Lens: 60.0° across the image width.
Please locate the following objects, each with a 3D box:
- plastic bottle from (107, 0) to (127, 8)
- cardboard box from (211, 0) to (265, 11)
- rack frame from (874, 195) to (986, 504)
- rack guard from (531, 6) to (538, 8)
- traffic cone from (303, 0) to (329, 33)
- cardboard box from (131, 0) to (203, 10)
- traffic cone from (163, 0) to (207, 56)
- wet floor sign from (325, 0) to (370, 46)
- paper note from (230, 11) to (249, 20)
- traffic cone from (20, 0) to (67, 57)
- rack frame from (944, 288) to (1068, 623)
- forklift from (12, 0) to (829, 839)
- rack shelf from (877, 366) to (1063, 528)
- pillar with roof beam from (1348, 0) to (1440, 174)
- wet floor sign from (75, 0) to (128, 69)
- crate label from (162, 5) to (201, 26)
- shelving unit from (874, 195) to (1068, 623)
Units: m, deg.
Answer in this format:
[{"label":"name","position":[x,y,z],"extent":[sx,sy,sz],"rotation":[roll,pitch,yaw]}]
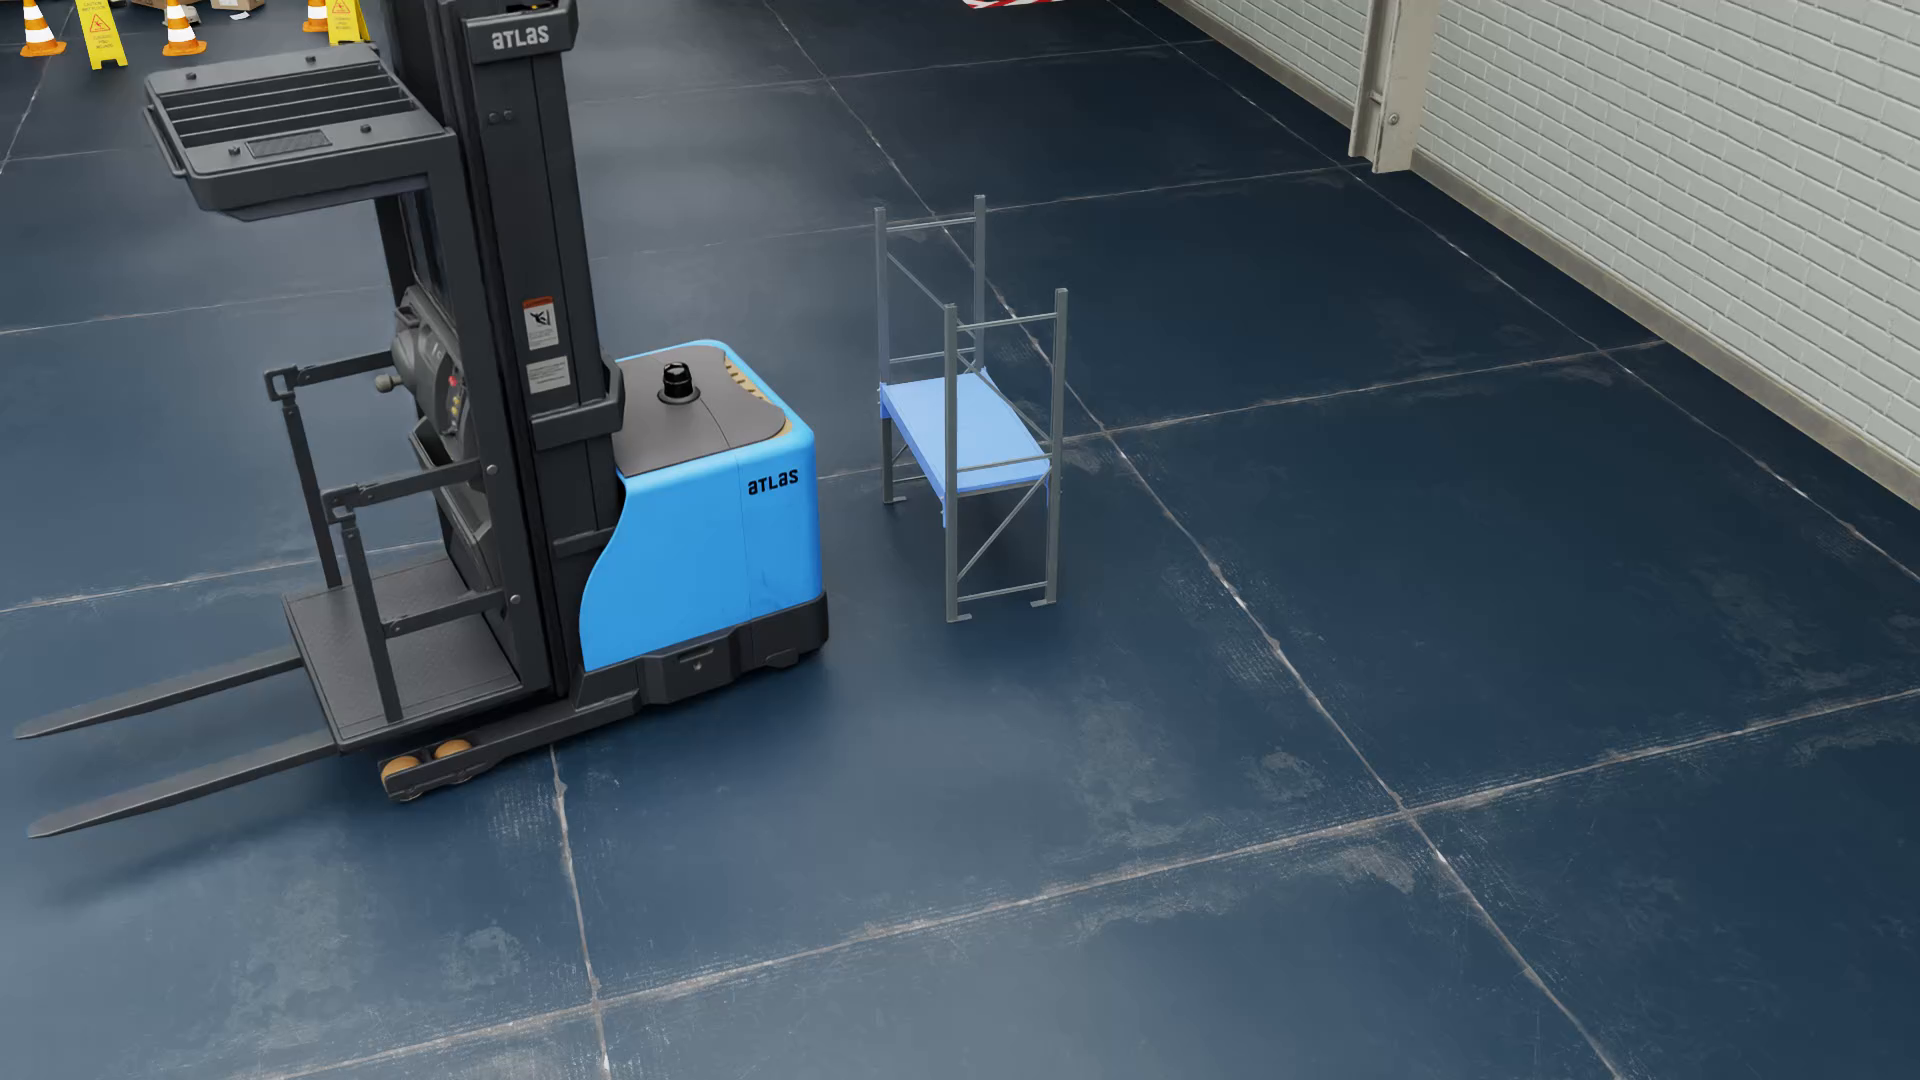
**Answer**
[{"label":"plastic bottle","position":[-7.682,-4.905,15.117],"extent":[0.133,0.061,0.283],"rotation":[-23,40,-31]},{"label":"cardboard box","position":[-6.536,-4.899,15.029],"extent":[0.380,0.149,0.250],"rotation":[7,34,10]},{"label":"rack frame","position":[-0.129,-0.848,7.673],"extent":[0.500,1.500,0.032],"rotation":[-10,35,-15]},{"label":"rack guard","position":[-4.235,-4.737,14.466],"extent":[1.175,0.500,0.348],"rotation":[-10,35,-15]},{"label":"traffic cone","position":[-5.572,-4.691,14.429],"extent":[0.336,0.463,0.334],"rotation":[-10,35,-15]},{"label":"cardboard box","position":[-7.159,-5.195,15.156],"extent":[0.637,0.503,0.797],"rotation":[19,38,26]},{"label":"traffic cone","position":[-6.525,-4.325,13.876],"extent":[0.336,0.463,0.334],"rotation":[-10,35,-15]},{"label":"wet floor sign","position":[-5.173,-4.478,13.942],"extent":[0.267,0.644,0.232],"rotation":[1,33,2]},{"label":"paper note","position":[-6.396,-4.663,14.779],"extent":[0.148,0.019,0.142],"rotation":[-23,40,-31]},{"label":"traffic cone","position":[-7.705,-4.314,13.859],"extent":[0.336,0.463,0.334],"rotation":[-10,35,-15]},{"label":"rack frame","position":[0.181,-0.314,6.865],"extent":[0.500,1.500,0.032],"rotation":[-10,35,-15]},{"label":"forklift","position":[-2.089,-0.574,5.960],"extent":[3.031,2.935,1.130],"rotation":[-17,37,-24]},{"label":"rack shelf","position":[0.026,-0.431,7.368],"extent":[0.538,0.185,1.000],"rotation":[-10,35,-15]},{"label":"pillar with roof beam","position":[-1.110,-5.723,8.248],"extent":[9.100,9.000,0.400],"rotation":[-10,35,-15]},{"label":"wet floor sign","position":[-7.001,-4.190,13.506],"extent":[0.267,0.644,0.232],"rotation":[-16,37,-23]},{"label":"crate label","position":[-6.824,-4.592,14.575],"extent":[0.298,0.136,0.250],"rotation":[27,42,34]},{"label":"shelving unit","position":[0.026,-0.581,7.269],"extent":[0.538,1.500,1.048],"rotation":[-10,35,-15]}]
